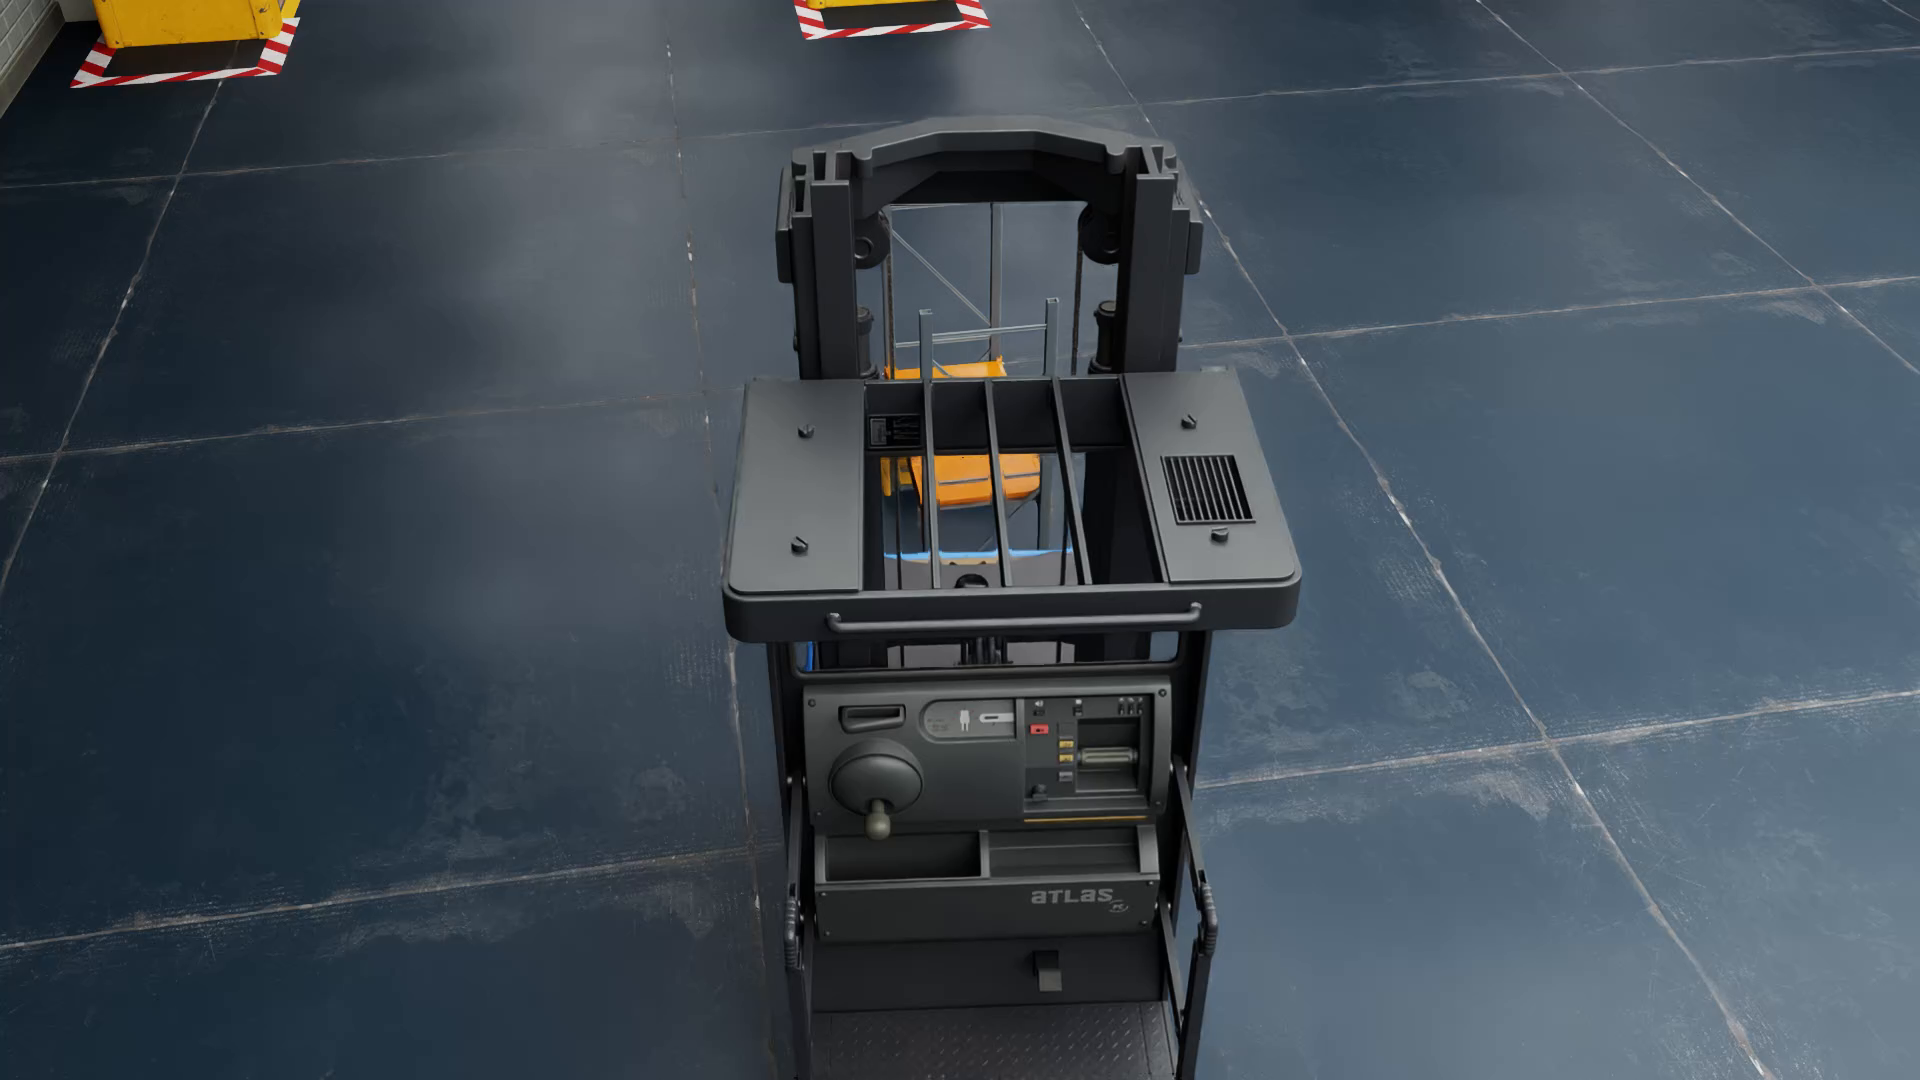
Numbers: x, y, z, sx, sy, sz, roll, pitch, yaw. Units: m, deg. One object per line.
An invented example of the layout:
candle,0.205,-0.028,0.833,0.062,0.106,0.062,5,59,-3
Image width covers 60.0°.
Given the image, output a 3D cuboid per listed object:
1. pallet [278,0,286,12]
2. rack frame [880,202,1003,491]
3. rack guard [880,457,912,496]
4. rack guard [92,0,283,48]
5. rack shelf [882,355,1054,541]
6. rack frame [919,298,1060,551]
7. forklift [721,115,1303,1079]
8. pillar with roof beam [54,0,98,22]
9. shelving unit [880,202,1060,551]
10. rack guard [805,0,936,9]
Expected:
pallet,-5.579,-4.198,12.482,1.003,0.211,1.213,-6,38,-8
rack frame,-0.074,-0.848,7.119,0.500,1.500,0.032,-6,38,-8
rack guard,-0.074,-0.353,7.501,0.587,0.250,0.087,-6,38,-8
rack guard,-5.472,-3.818,11.757,1.175,0.500,0.348,-6,38,-8
rack shelf,0.015,-0.399,6.834,0.538,0.185,1.000,-6,38,-8
rack frame,0.104,-0.234,6.328,0.500,1.500,0.032,-6,38,-8
forklift,0.083,0.624,4.057,1.130,2.935,3.031,-2,38,-2
pillar with roof beam,-2.194,-7.921,10.111,9.100,9.000,0.400,-6,38,-8
shelving unit,0.013,-0.546,6.731,0.587,1.500,1.083,-6,38,-8
rack guard,-0.578,-4.292,12.368,1.175,0.500,0.348,-6,38,-8
